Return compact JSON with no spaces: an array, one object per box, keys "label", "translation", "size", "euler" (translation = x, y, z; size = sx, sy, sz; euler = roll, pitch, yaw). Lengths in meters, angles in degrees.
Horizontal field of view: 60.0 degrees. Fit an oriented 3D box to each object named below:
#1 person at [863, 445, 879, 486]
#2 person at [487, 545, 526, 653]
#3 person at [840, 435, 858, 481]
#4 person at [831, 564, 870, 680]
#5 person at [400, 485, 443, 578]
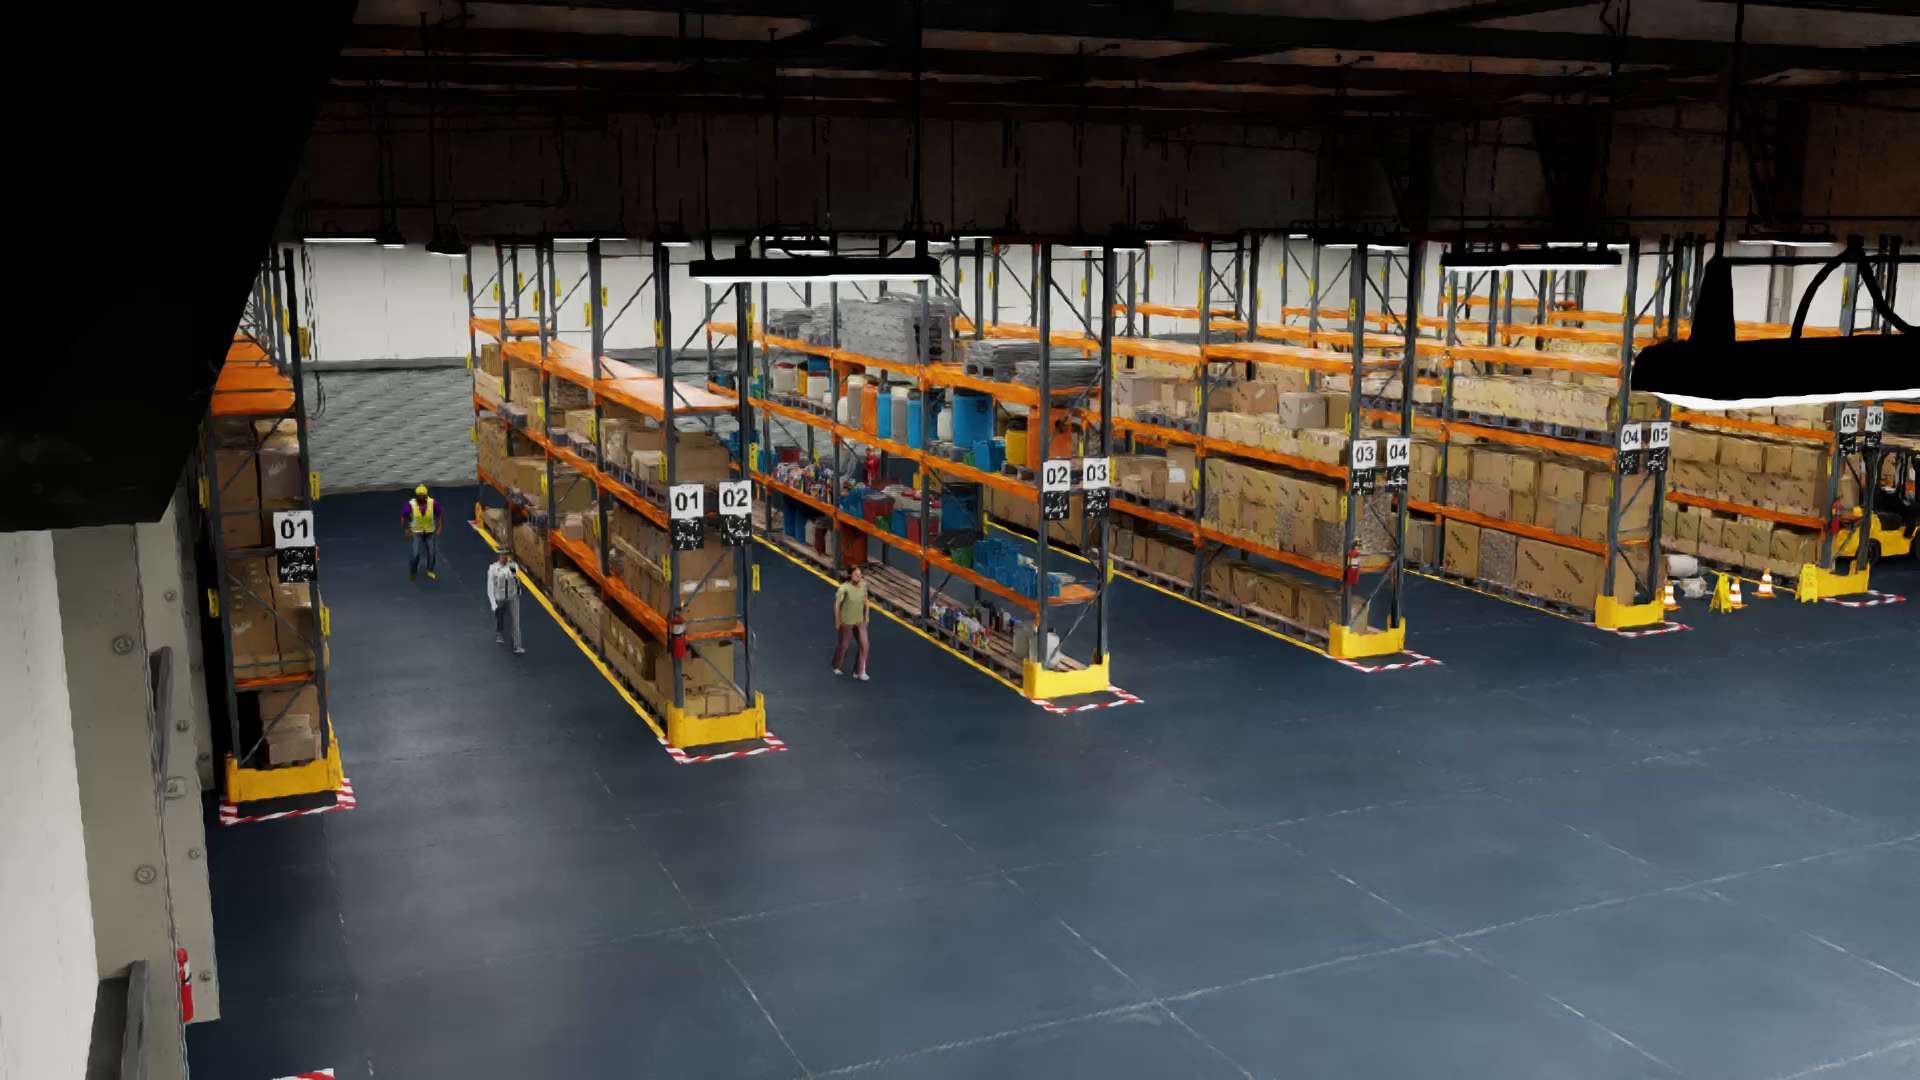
[{"label":"person","translation":[-1.846,-1.107,34.249],"size":[0.586,1.717,0.653],"euler":[1,11,4]},{"label":"person","translation":[-6.720,0.836,24.550],"size":[0.495,1.587,1.086],"euler":[-4,12,-21]},{"label":"person","translation":[-2.776,-2.283,40.335],"size":[0.577,1.744,0.588],"euler":[6,13,30]},{"label":"person","translation":[-1.543,1.105,23.151],"size":[0.590,1.635,0.687],"euler":[-7,13,-32]},{"label":"person","translation":[-9.510,-0.145,29.418],"size":[0.719,1.714,0.578],"euler":[-5,12,-25]}]
